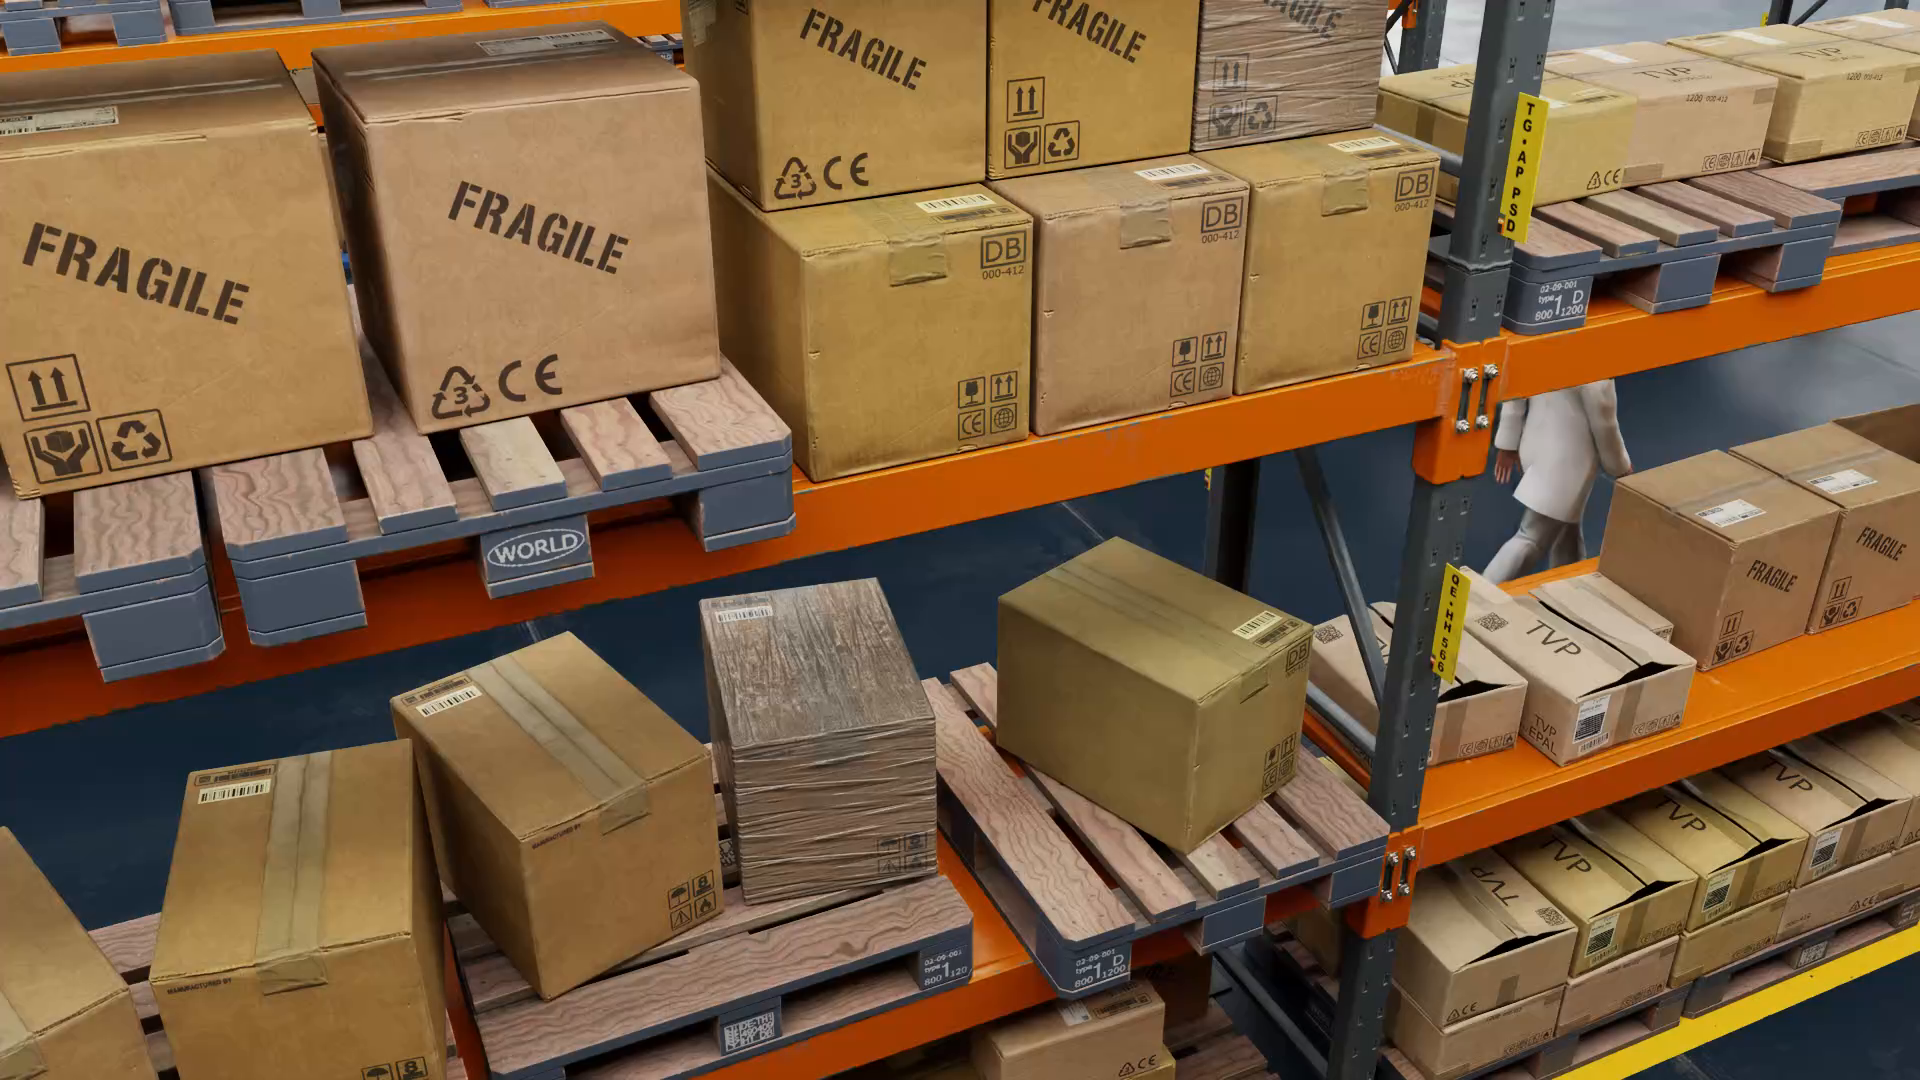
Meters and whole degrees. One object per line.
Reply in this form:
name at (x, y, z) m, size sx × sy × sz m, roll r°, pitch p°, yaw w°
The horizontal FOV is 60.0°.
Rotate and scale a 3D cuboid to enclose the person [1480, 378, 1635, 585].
person at (2.854, -0.392, 7.850) m, size 1.102 × 1.731 × 0.573 m, roll -10°, pitch 31°, yaw -18°
